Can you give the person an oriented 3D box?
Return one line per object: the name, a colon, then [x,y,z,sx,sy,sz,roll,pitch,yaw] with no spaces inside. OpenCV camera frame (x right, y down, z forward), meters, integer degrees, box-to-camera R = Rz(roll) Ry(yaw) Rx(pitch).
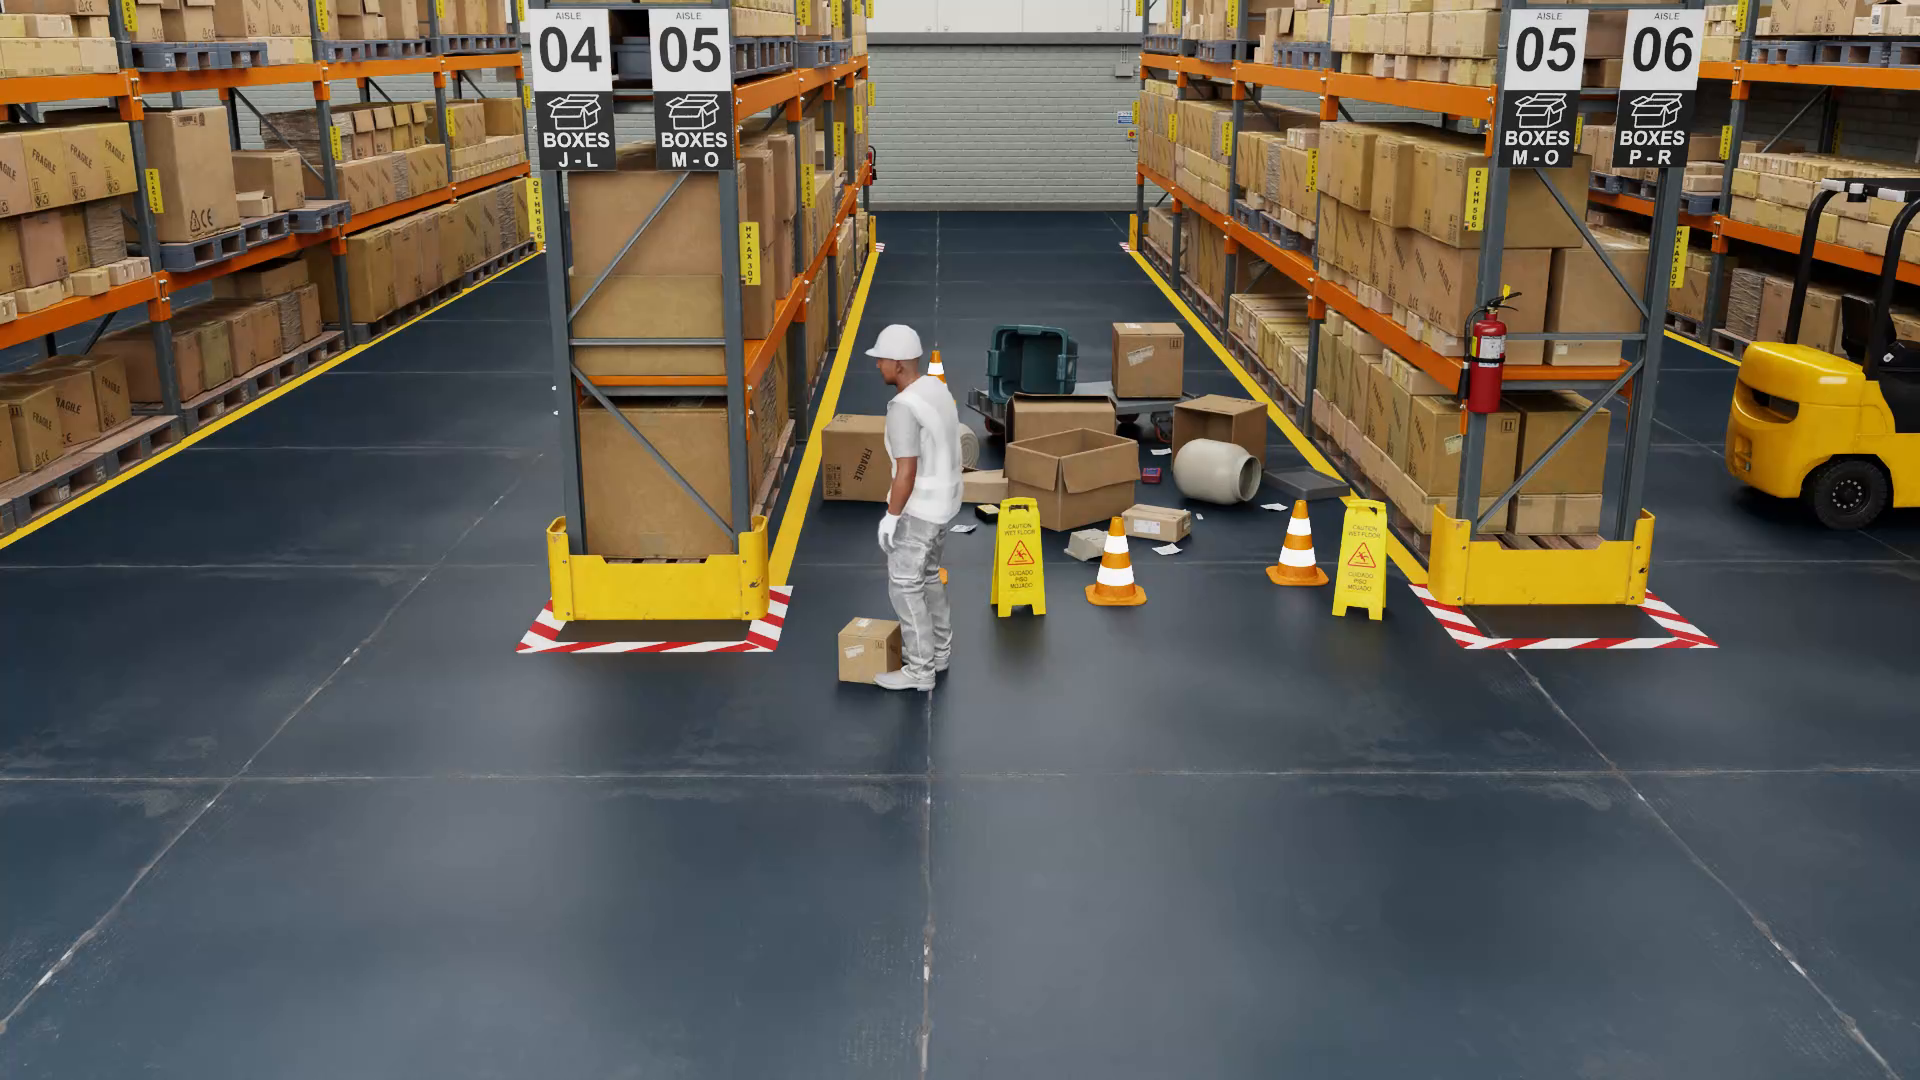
person: [-0.220,-0.158,8.042,0.446,1.775,0.618,5,18,17]
